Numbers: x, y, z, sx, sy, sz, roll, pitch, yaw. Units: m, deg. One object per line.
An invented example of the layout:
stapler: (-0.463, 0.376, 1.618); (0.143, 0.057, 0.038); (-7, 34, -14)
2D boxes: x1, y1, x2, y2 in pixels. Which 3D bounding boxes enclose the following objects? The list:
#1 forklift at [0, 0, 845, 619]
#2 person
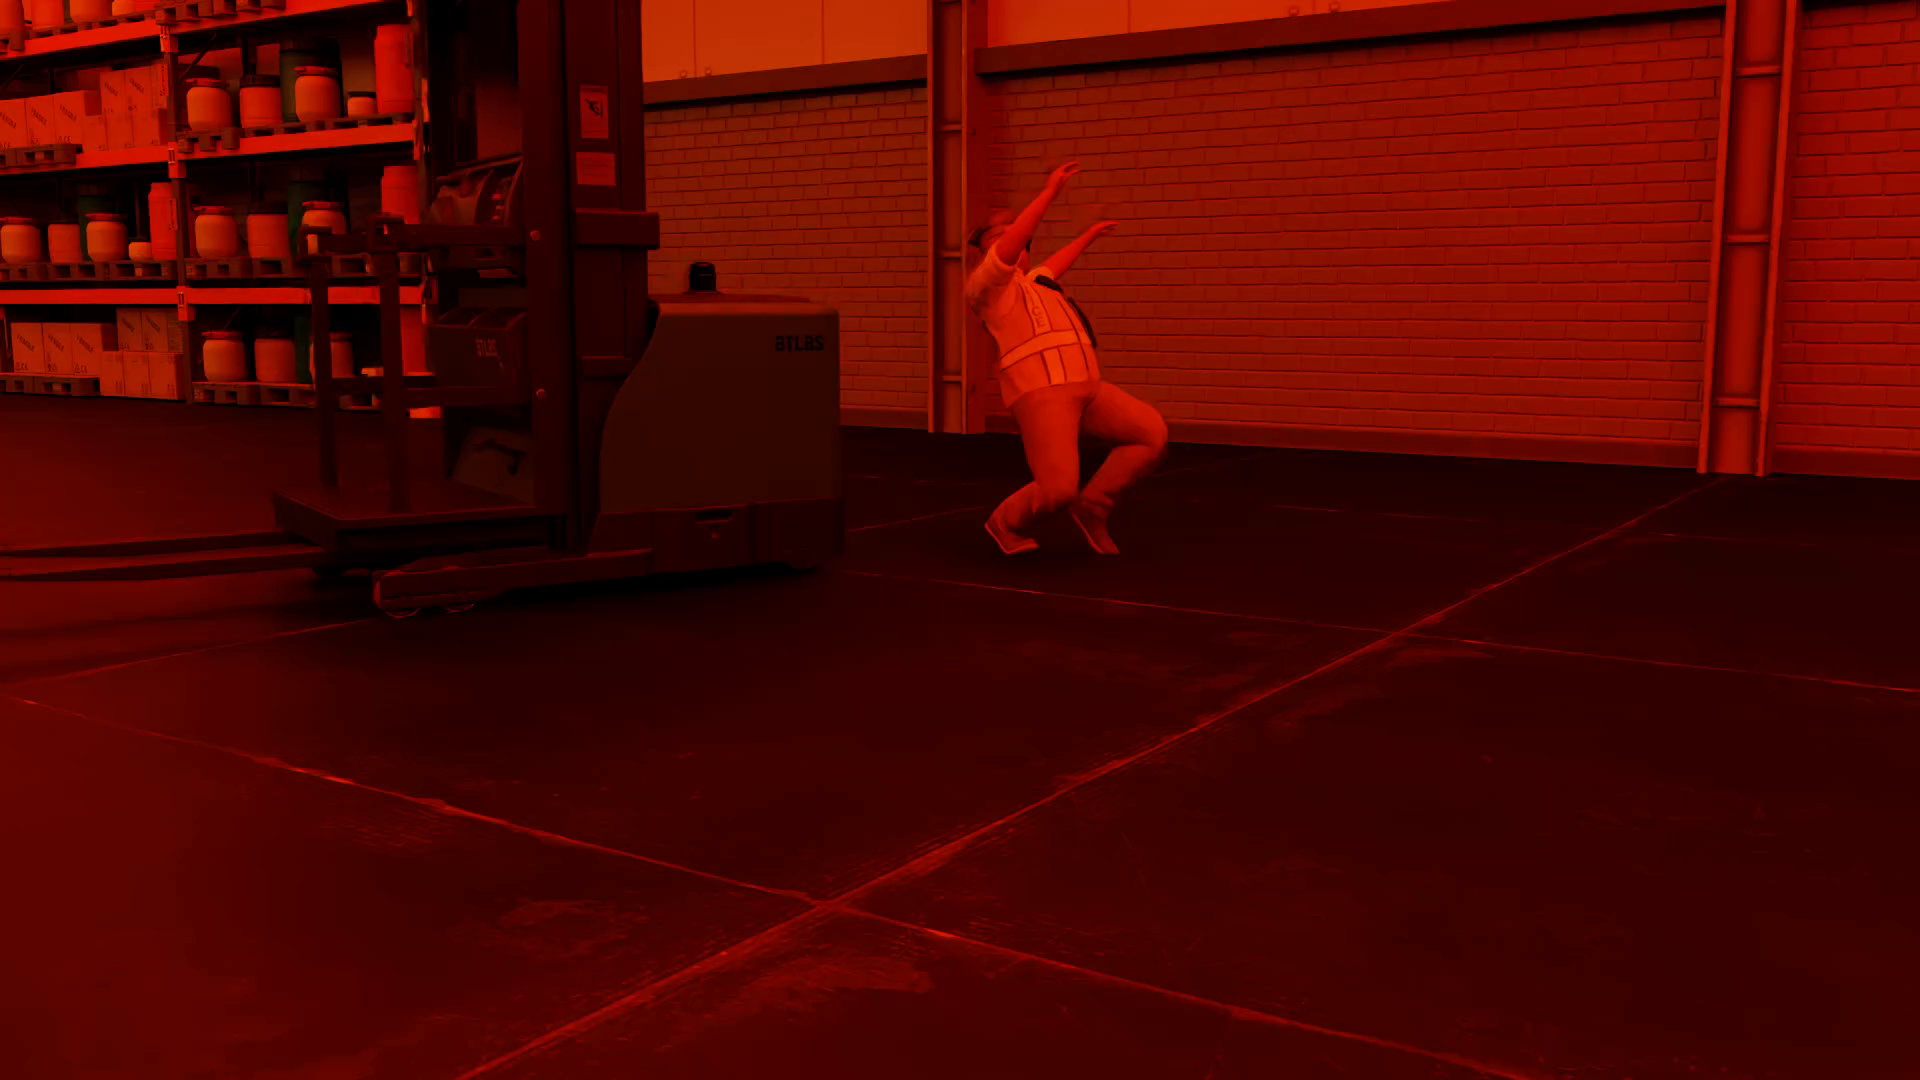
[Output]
forklift: (-1.973, -1.266, 6.092); (3.031, 2.935, 1.130); (-5, 10, -33)
person: (0.496, -0.744, 7.161); (0.865, 1.679, 1.097); (6, 10, 35)
